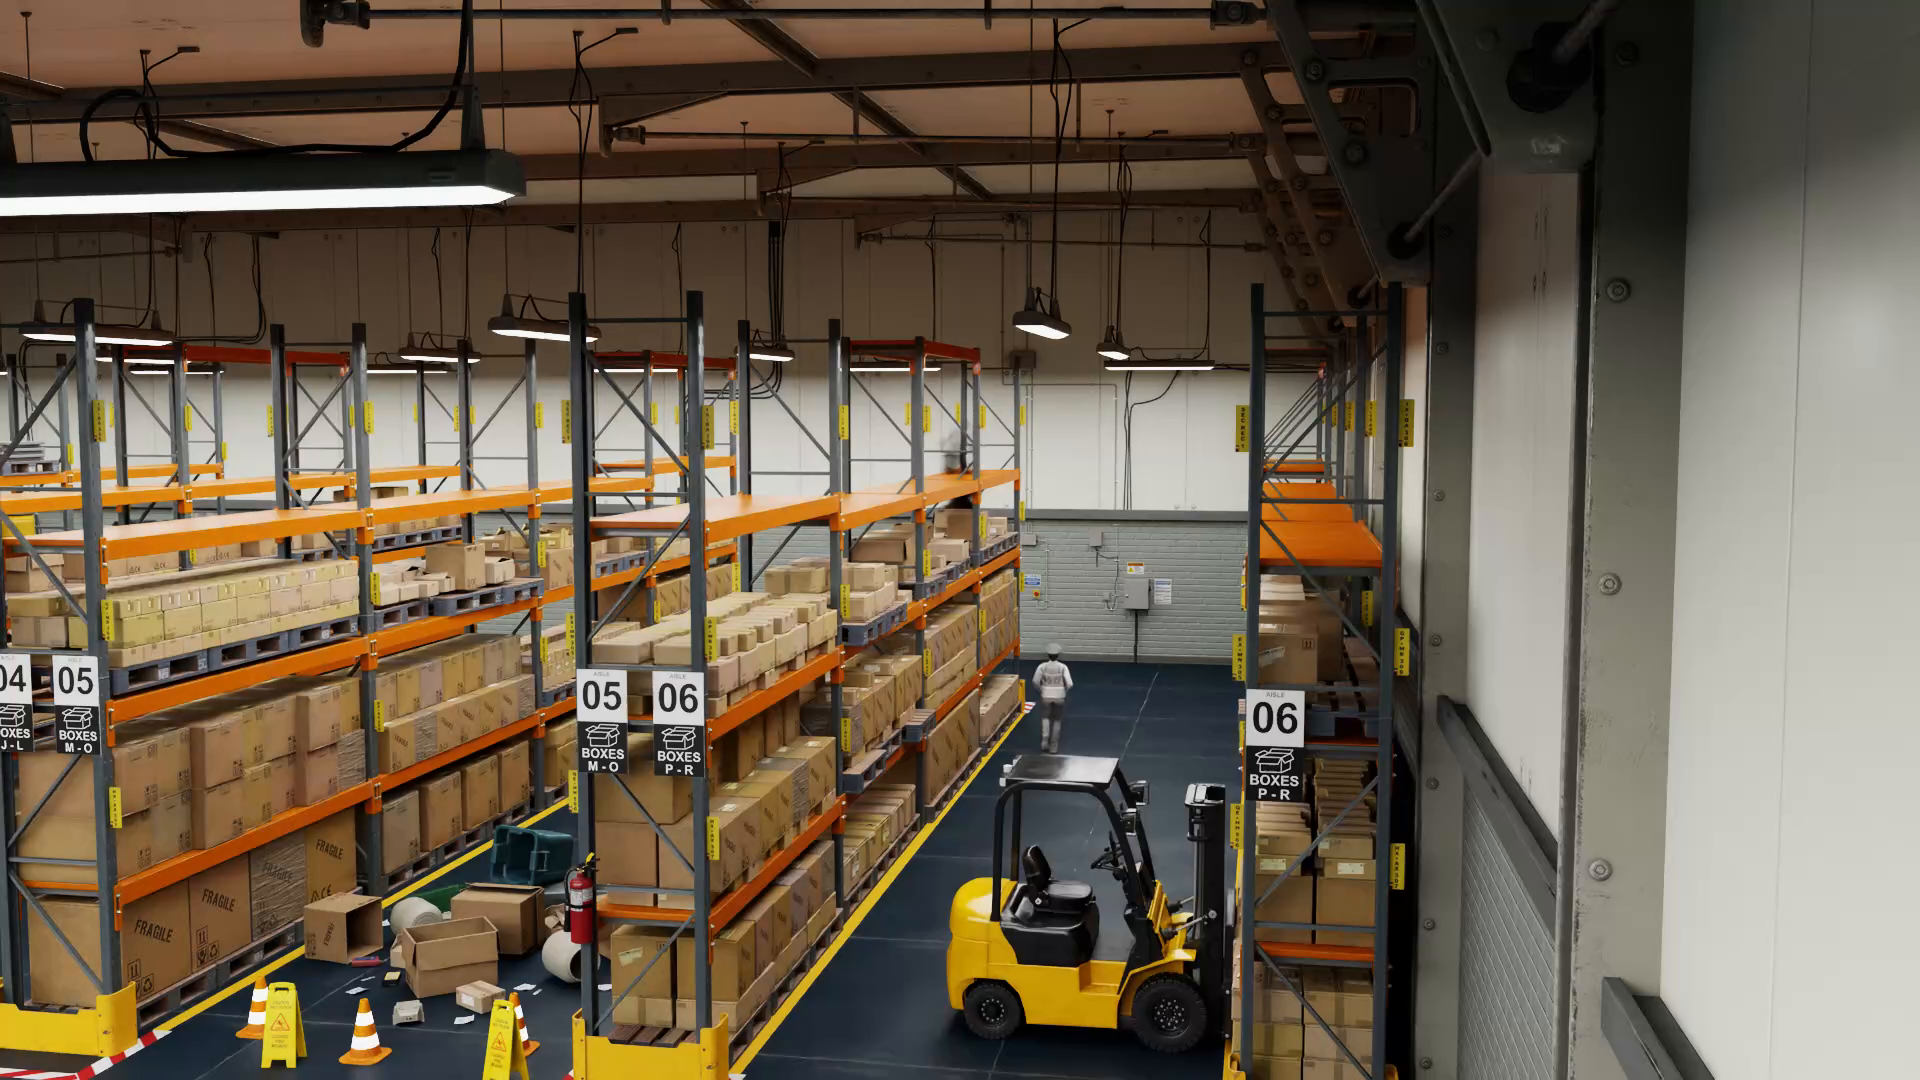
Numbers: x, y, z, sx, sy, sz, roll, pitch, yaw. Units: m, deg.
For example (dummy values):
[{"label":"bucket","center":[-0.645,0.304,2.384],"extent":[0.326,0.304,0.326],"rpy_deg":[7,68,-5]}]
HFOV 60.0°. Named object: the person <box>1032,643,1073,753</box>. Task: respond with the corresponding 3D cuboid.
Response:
[{"label":"person","center":[1.380,2.347,24.780],"extent":[0.611,1.649,0.548],"rpy_deg":[0,5,6]}]
